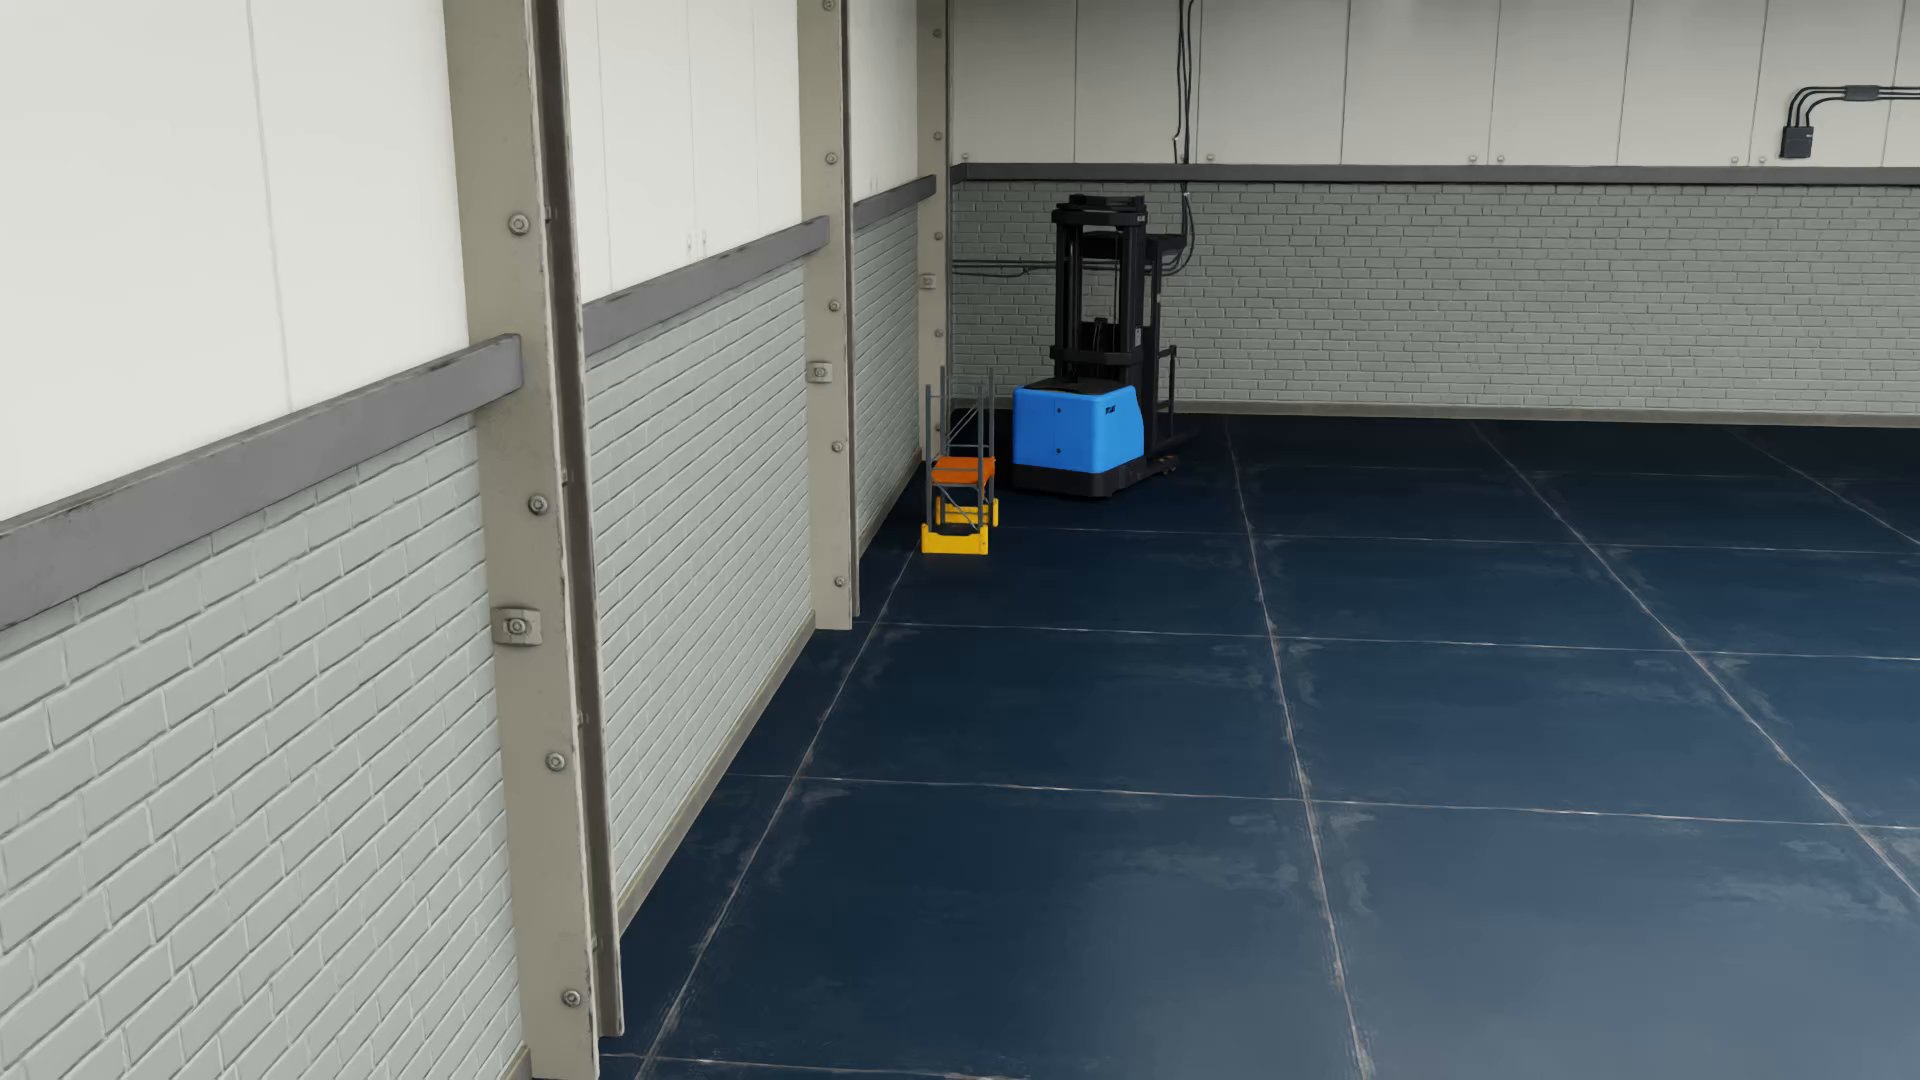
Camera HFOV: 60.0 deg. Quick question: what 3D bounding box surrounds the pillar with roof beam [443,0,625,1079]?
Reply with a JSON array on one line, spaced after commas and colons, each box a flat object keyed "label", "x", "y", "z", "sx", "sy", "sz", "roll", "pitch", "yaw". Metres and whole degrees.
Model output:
[{"label": "pillar with roof beam", "x": 2.640, "y": -2.033, "z": 5.442, "sx": 9.100, "sy": 9.000, "sz": 0.400, "roll": 2, "pitch": 15, "yaw": 6}]

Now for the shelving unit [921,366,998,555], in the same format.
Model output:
[{"label": "shelving unit", "x": 0.009, "y": -0.744, "z": 15.039, "sx": 0.587, "sy": 1.500, "sz": 1.083, "roll": 2, "pitch": 15, "yaw": 6}]

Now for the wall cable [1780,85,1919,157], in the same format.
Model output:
[{"label": "wall cable", "x": 10.794, "y": -7.356, "z": 18.610, "sx": 2.305, "sy": 6.003, "sz": 0.169, "roll": 2, "pitch": 15, "yaw": 6}]

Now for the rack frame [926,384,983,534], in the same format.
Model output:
[{"label": "rack frame", "x": -0.048, "y": -0.614, "z": 14.561, "sx": 0.500, "sy": 1.500, "sz": 0.032, "roll": 2, "pitch": 15, "yaw": 6}]

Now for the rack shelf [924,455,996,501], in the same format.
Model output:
[{"label": "rack shelf", "x": 0.010, "y": -0.572, "z": 15.095, "sx": 0.538, "sy": 0.185, "sz": 1.000, "roll": 2, "pitch": 15, "yaw": 6}]

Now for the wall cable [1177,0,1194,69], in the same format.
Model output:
[{"label": "wall cable", "x": 4.051, "y": -6.857, "z": 19.554, "sx": 3.097, "sy": 2.526, "sz": 0.112, "roll": 2, "pitch": 15, "yaw": 6}]

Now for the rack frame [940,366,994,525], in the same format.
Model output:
[{"label": "rack frame", "x": 0.067, "y": -0.878, "z": 15.536, "sx": 0.500, "sy": 1.500, "sz": 0.032, "roll": 2, "pitch": 15, "yaw": 6}]

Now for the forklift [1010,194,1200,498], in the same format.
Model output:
[{"label": "forklift", "x": 1.693, "y": -2.169, "z": 17.567, "sx": 1.130, "sy": 2.935, "sz": 3.031, "roll": 9, "pitch": 17, "yaw": 29}]

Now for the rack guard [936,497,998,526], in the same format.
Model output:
[{"label": "rack guard", "x": 0.065, "y": -0.270, "z": 15.680, "sx": 0.587, "sy": 0.250, "sz": 0.087, "roll": 2, "pitch": 15, "yaw": 6}]

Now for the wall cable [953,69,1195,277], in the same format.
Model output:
[{"label": "wall cable", "x": 1.363, "y": -4.499, "z": 20.508, "sx": 3.097, "sy": 2.526, "sz": 0.112, "roll": 2, "pitch": 15, "yaw": 6}]

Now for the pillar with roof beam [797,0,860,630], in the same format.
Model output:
[{"label": "pillar with roof beam", "x": 3.317, "y": -3.590, "z": 11.197, "sx": 9.100, "sy": 9.000, "sz": 0.400, "roll": 2, "pitch": 15, "yaw": 6}]

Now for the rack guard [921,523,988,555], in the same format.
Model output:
[{"label": "rack guard", "x": -0.048, "y": -0.011, "z": 14.725, "sx": 0.587, "sy": 0.250, "sz": 0.087, "roll": 2, "pitch": 15, "yaw": 6}]

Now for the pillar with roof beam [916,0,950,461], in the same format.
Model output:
[{"label": "pillar with roof beam", "x": 3.994, "y": -5.146, "z": 16.952, "sx": 9.100, "sy": 9.000, "sz": 0.400, "roll": 2, "pitch": 15, "yaw": 6}]
